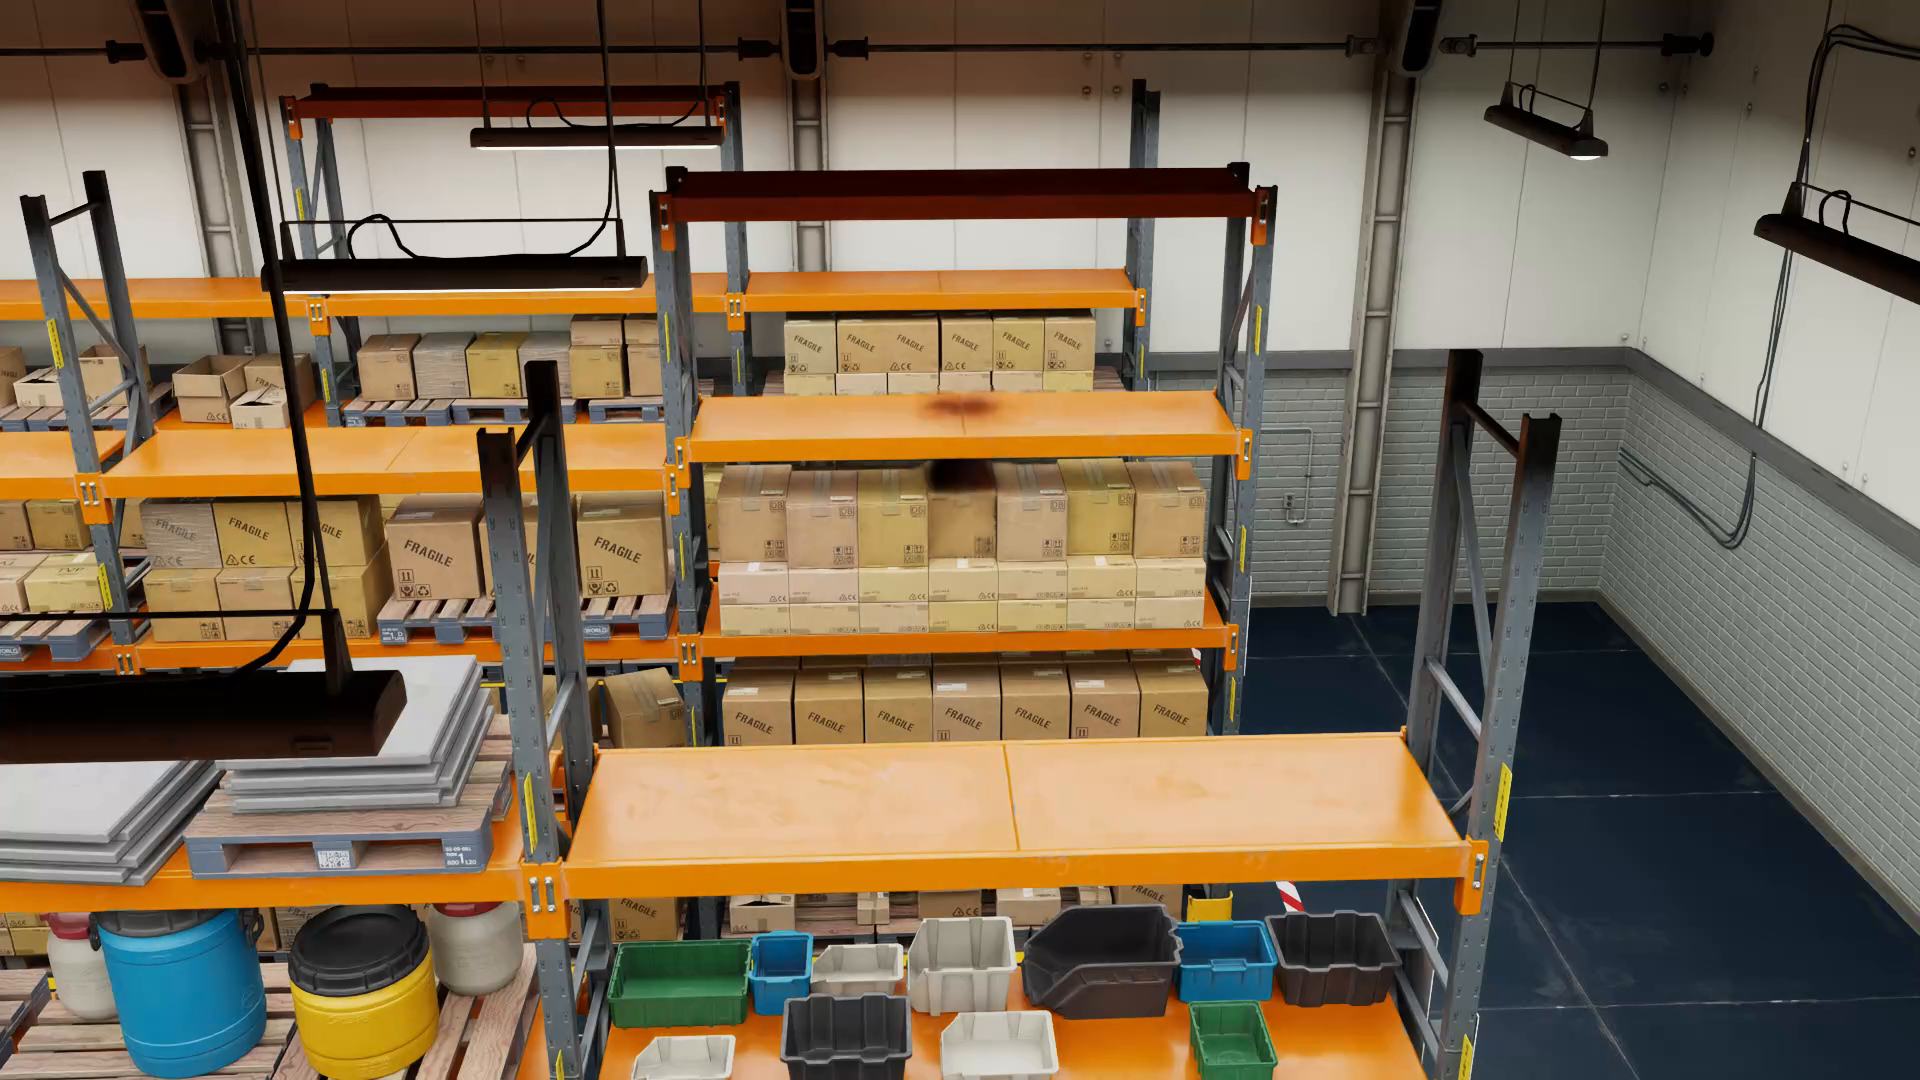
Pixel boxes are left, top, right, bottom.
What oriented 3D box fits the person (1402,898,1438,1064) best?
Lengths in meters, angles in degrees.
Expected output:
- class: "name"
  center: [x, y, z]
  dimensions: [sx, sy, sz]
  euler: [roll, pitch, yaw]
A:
- class: "person"
  center: [1.145, 5.840, 2.584]
  dimensions: [8.503, 3.206, 11.054]
  euler: [-11, 25, -26]
